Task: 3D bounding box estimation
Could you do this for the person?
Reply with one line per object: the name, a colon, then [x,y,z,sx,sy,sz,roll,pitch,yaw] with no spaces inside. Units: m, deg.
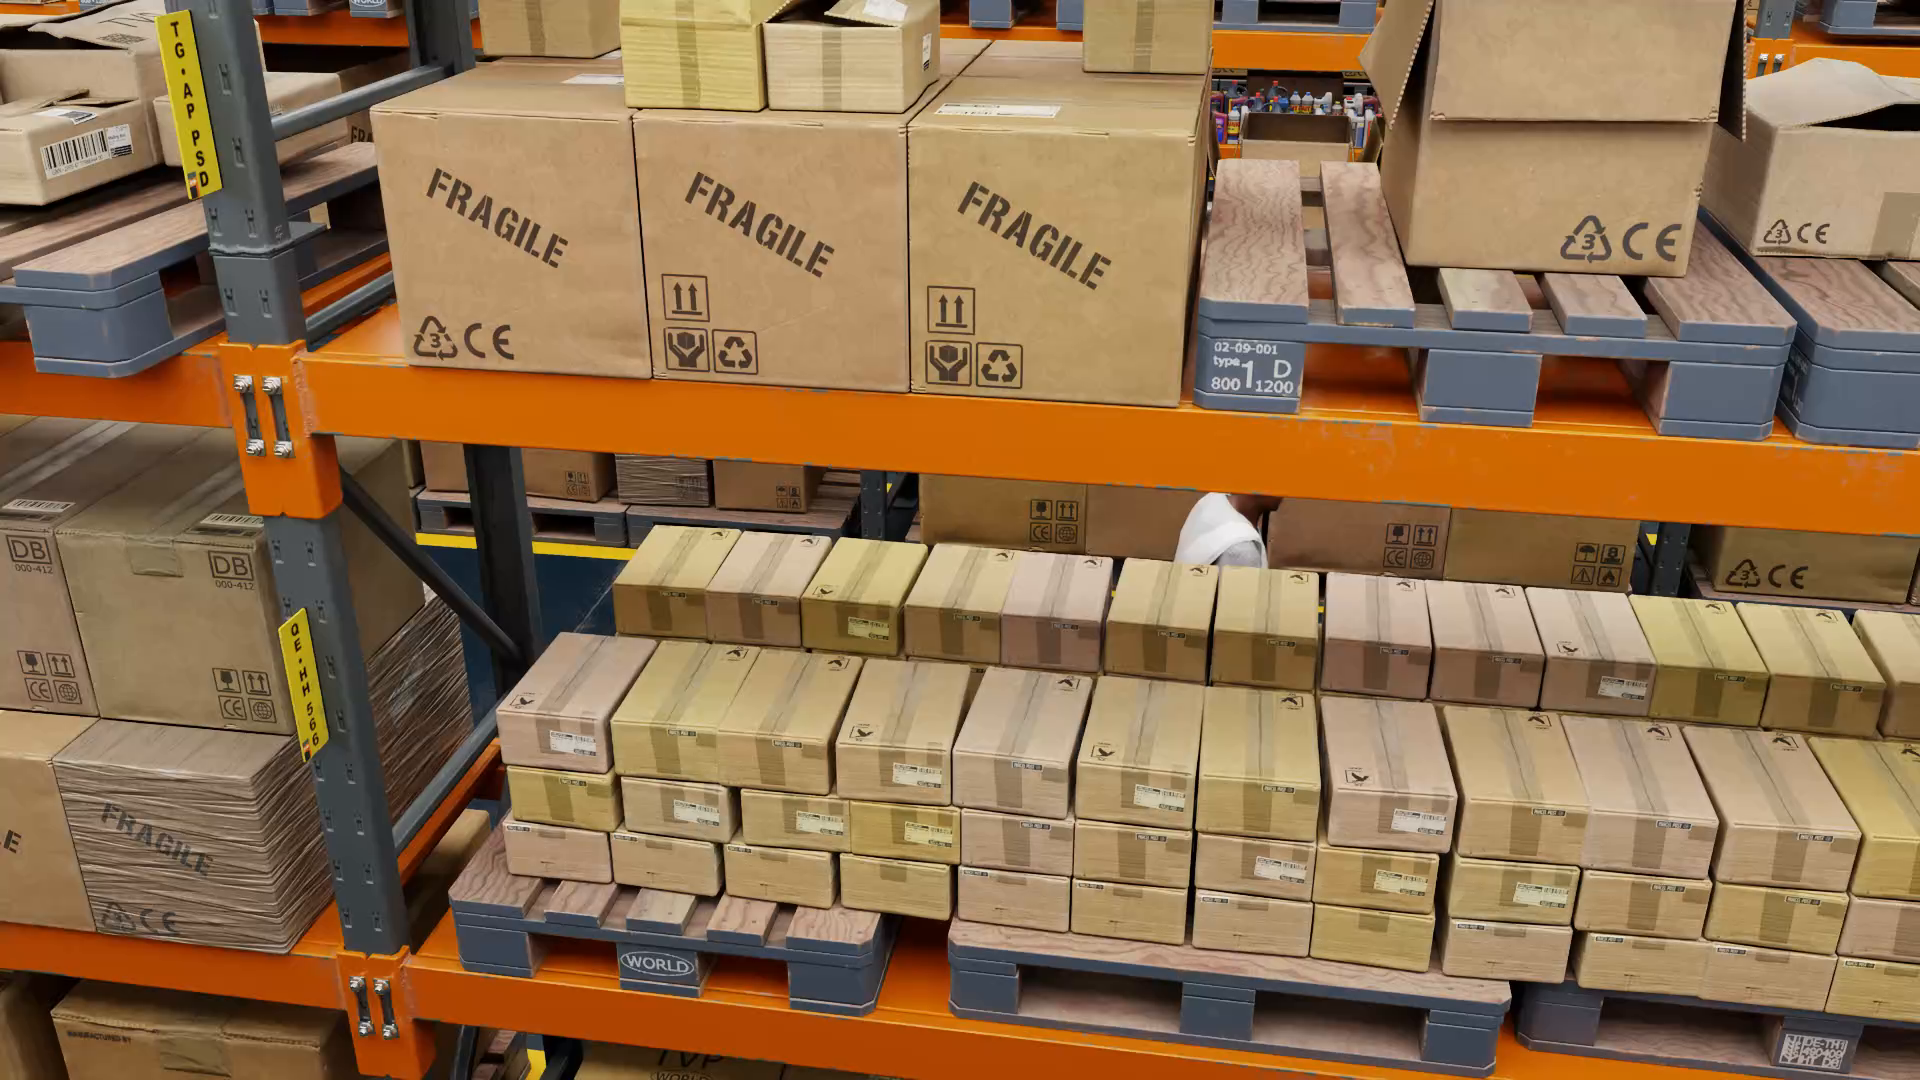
person: [0.985,0.442,6.133,0.452,1.772,0.625,2,25,5]
